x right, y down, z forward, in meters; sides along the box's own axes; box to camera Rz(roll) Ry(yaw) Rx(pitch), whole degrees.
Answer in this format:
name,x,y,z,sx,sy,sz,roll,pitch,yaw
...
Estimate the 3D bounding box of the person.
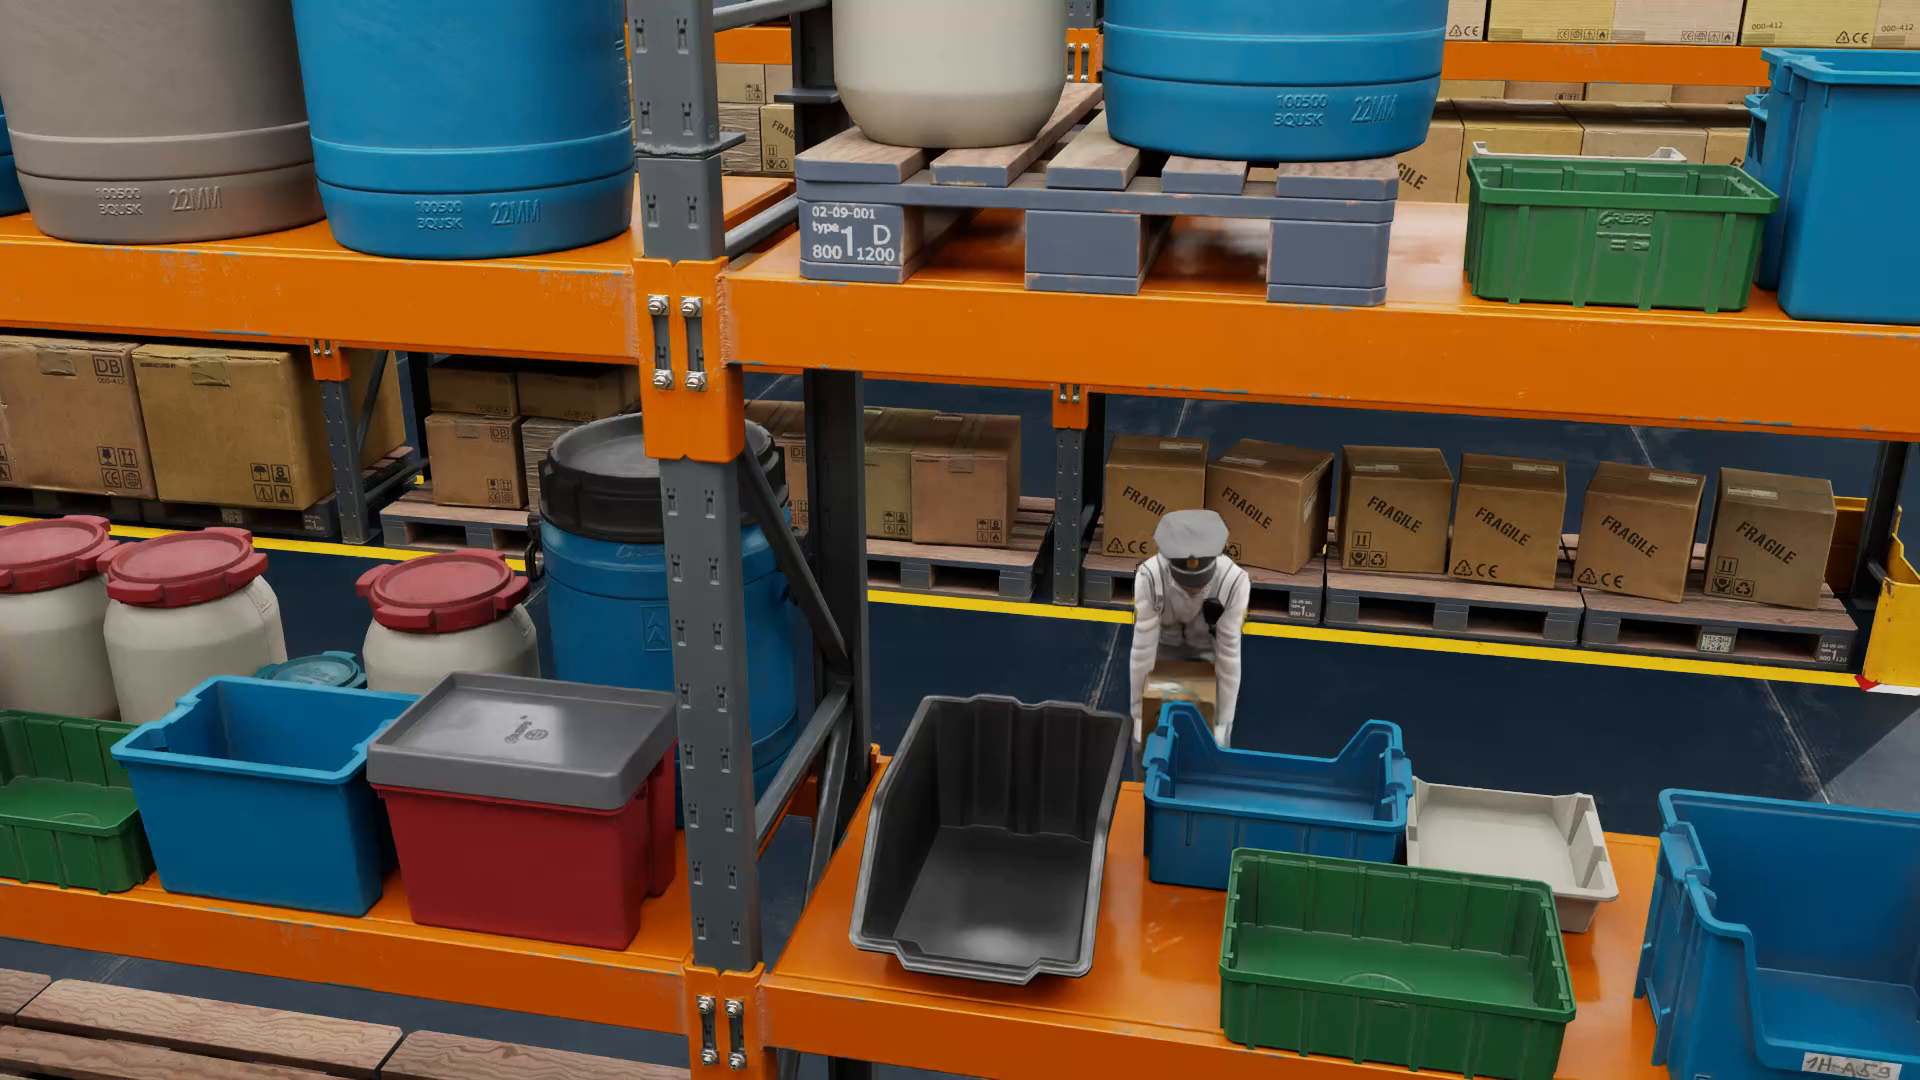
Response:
name,x,y,z,sx,sy,sz,roll,pitch,yaw
person,0.815,0.531,6.007,0.409,1.483,0.758,4,22,10
